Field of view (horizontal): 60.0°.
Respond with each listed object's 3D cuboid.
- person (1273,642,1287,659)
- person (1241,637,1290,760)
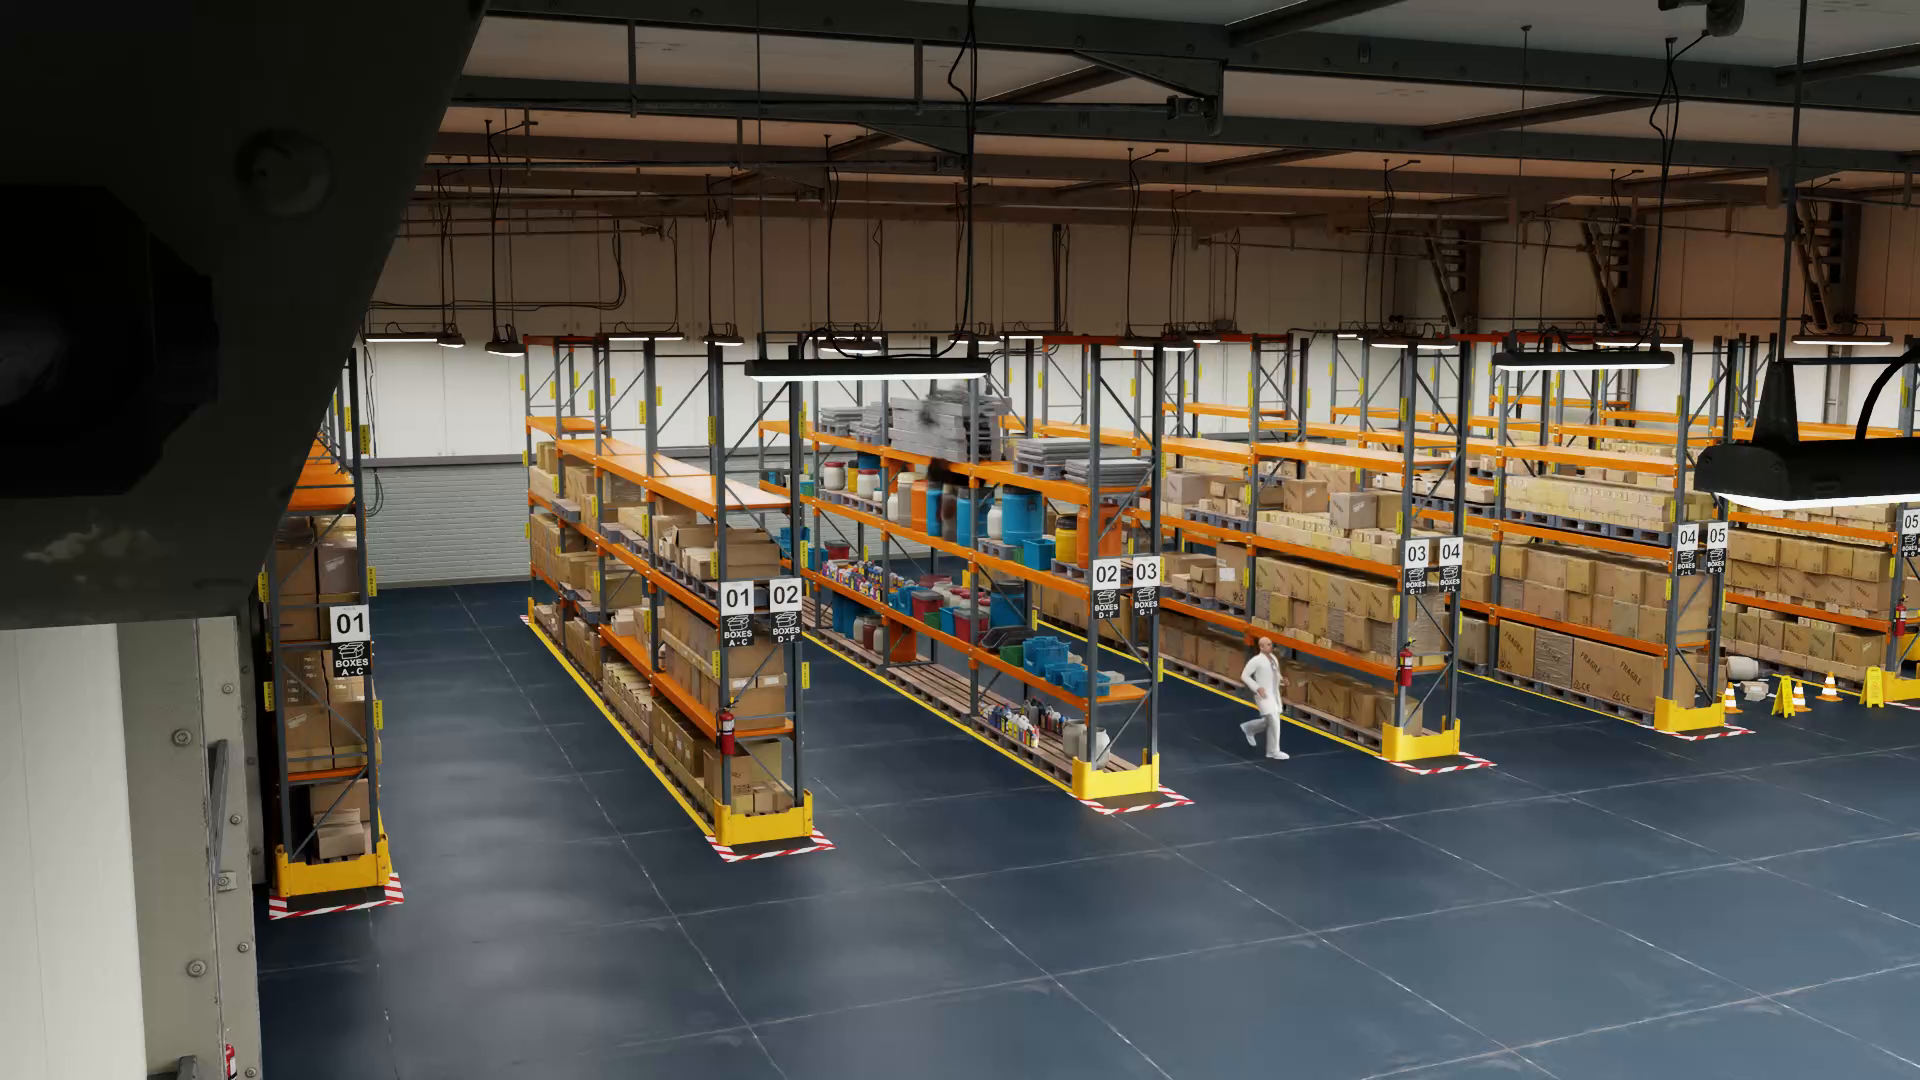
[{"bbox_3d":[5.991,1.408,30.655,0.624,1.859,0.755,-4,8,-25],"label":"person"},{"bbox_3d":[4.409,2.271,24.091,0.896,1.745,0.720,7,11,44],"label":"person"}]
